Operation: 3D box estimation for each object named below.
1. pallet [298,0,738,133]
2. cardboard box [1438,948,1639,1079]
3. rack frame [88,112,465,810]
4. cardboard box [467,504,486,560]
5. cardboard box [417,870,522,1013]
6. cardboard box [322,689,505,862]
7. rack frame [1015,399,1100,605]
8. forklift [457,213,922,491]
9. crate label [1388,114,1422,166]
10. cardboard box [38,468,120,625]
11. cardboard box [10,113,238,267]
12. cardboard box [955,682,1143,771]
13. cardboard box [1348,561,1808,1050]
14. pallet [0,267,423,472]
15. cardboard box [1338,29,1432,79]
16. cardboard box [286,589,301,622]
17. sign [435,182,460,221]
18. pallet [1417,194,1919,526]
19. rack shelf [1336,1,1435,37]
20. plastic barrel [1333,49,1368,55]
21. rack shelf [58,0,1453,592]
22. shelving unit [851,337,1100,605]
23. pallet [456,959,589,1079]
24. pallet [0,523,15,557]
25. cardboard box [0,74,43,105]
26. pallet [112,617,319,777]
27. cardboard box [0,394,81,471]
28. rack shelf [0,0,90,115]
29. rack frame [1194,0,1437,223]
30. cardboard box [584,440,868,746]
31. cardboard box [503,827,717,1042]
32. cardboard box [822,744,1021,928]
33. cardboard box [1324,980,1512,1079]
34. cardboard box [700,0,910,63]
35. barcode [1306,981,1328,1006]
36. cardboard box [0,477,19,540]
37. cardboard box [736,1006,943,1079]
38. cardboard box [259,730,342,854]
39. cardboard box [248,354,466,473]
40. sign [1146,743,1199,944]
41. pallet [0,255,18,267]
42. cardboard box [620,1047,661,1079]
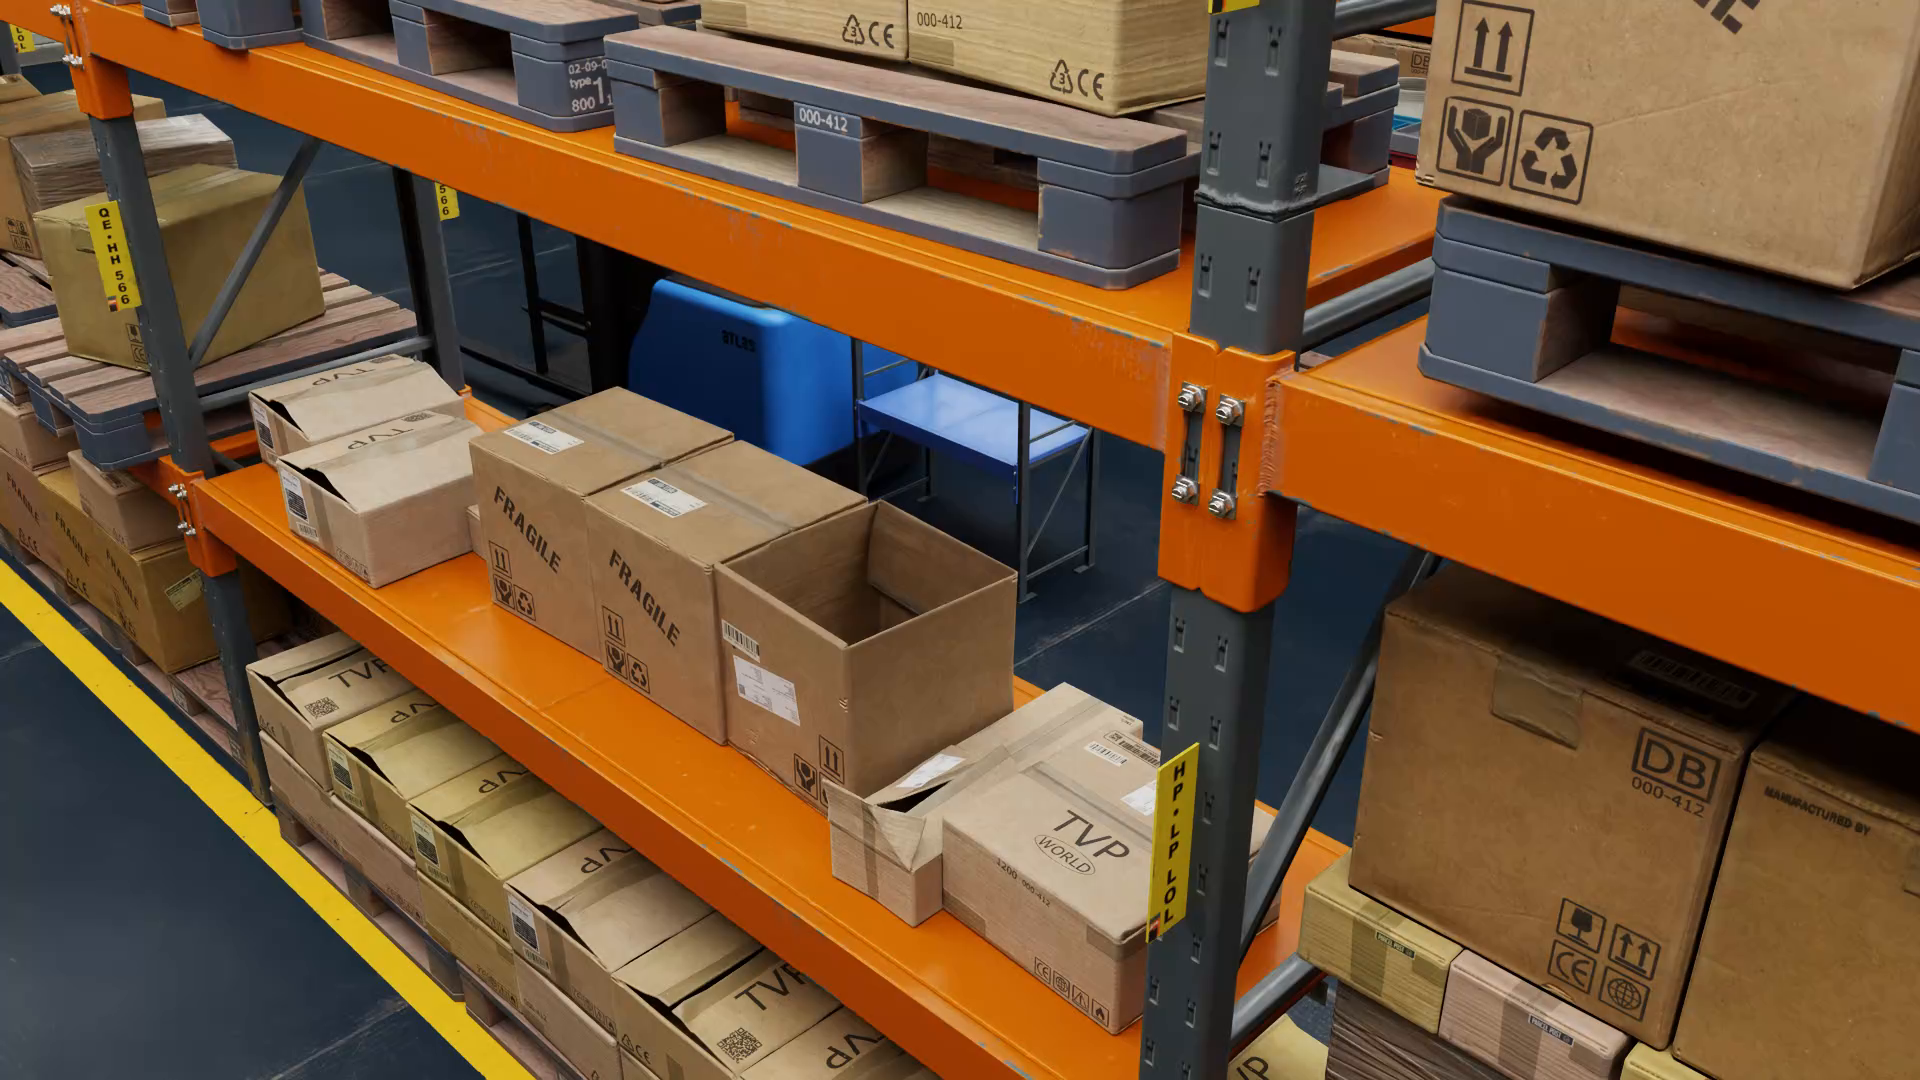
[{"bbox_3d":[-0.812,-1.242,3.869,1.003,0.211,1.213,-23,36,-37],"label":"pallet"},{"bbox_3d":[0.929,0.654,2.479,0.380,0.149,0.250,-25,36,-38],"label":"cardboard box"},{"bbox_3d":[-2.158,-0.554,5.580,0.127,3.000,1.000,25,36,38],"label":"rack frame"},{"bbox_3d":[-1.209,-0.045,4.882,0.380,0.149,0.250,-22,35,-36],"label":"cardboard box"},{"bbox_3d":[-1.257,1.077,4.981,0.500,0.250,0.500,23,36,37],"label":"cardboard box"},{"bbox_3d":[-1.610,0.666,5.160,0.500,0.311,0.500,24,36,37],"label":"cardboard box"},{"bbox_3d":[0.423,-0.470,7.033,0.032,1.500,0.500,25,36,38],"label":"rack frame"},{"bbox_3d":[-1.644,-1.944,8.298,3.031,2.935,1.130,21,35,35],"label":"forklift"},{"bbox_3d":[1.836,-1.798,7.908,0.616,0.435,0.502,25,36,38],"label":"crate label"},{"bbox_3d":[-3.358,-0.038,6.813,0.500,0.500,0.500,23,35,37],"label":"cardboard box"},{"bbox_3d":[-3.205,-1.314,6.466,0.700,0.500,0.500,-18,33,-30],"label":"cardboard box"},{"bbox_3d":[0.206,0.506,3.835,0.250,0.149,0.380,25,36,38],"label":"cardboard box"},{"bbox_3d":[1.015,0.276,2.501,0.500,0.500,0.700,25,37,39],"label":"cardboard box"},{"bbox_3d":[-2.691,-0.667,6.001,1.003,0.211,1.213,25,36,38],"label":"pallet"},{"bbox_3d":[3.682,-3.611,13.226,0.875,0.875,1.225,25,36,39],"label":"cardboard box"},{"bbox_3d":[-2.660,-0.054,6.843,0.500,0.500,0.500,23,35,37],"label":"cardboard box"},{"bbox_3d":[-1.771,-1.251,5.663,0.005,0.325,0.100,25,36,38],"label":"sign"},{"bbox_3d":[1.320,-0.267,1.907,1.213,0.211,1.003,25,36,38],"label":"pallet"},{"bbox_3d":[3.364,-4.174,13.238,4.000,0.370,1.077,25,36,38],"label":"rack shelf"},{"bbox_3d":[1.861,-2.206,8.575,0.708,0.536,0.600,25,36,38],"label":"plastic barrel"},{"bbox_3d":[-0.732,-0.910,3.808,4.000,0.370,1.077,25,36,38],"label":"rack shelf"},{"bbox_3d":[0.061,-0.636,7.348,1.048,1.500,0.538,25,36,38],"label":"shelving unit"},{"bbox_3d":[-0.733,1.360,4.936,1.213,0.211,1.003,25,36,38],"label":"pallet"},{"bbox_3d":[-4.404,-0.372,8.230,1.213,0.211,1.003,25,36,38],"label":"pallet"},{"bbox_3d":[-4.295,-1.657,7.119,0.700,0.500,0.500,-19,33,-32],"label":"cardboard box"},{"bbox_3d":[-2.664,0.425,6.716,1.213,0.211,1.003,25,36,38],"label":"pallet"},{"bbox_3d":[-3.765,-0.551,6.981,0.500,0.250,0.500,24,36,37],"label":"cardboard box"},{"bbox_3d":[-3.584,-2.215,6.290,4.000,0.370,1.077,25,36,38],"label":"rack shelf"},{"bbox_3d":[0.694,-1.904,1.701,0.127,3.000,1.000,25,36,38],"label":"rack frame"},{"bbox_3d":[-0.575,0.116,4.199,0.500,0.500,0.500,25,36,38],"label":"cardboard box"},{"bbox_3d":[-0.881,1.001,4.524,0.500,0.311,0.500,24,36,38],"label":"cardboard box"},{"bbox_3d":[-0.062,0.585,3.559,0.258,0.266,0.396,24,36,37],"label":"cardboard box"},{"bbox_3d":[1.015,0.850,2.803,0.500,0.500,0.700,23,36,37],"label":"cardboard box"},{"bbox_3d":[-0.132,-1.078,3.064,0.500,0.250,0.500,21,34,34],"label":"cardboard box"},{"bbox_3d":[0.804,1.017,3.775,0.075,0.075,0.001,25,36,38],"label":"barcode"},{"bbox_3d":[-4.097,-0.372,7.449,0.500,0.500,0.500,-25,37,-39],"label":"cardboard box"},{"bbox_3d":[-0.171,1.330,3.899,0.500,0.311,0.500,-24,36,-38],"label":"cardboard box"},{"bbox_3d":[-1.991,0.746,5.612,0.500,0.250,0.500,24,36,38],"label":"cardboard box"},{"bbox_3d":[-1.929,-0.381,5.347,0.500,0.311,0.500,-23,35,-36],"label":"cardboard box"},{"bbox_3d":[0.321,0.457,2.498,0.005,0.325,0.100,25,36,38],"label":"sign"},{"bbox_3d":[-4.517,-1.477,7.542,1.213,0.211,1.003,25,36,38],"label":"pallet"},{"bbox_3d":[-0.529,1.411,4.346,0.500,0.250,0.500,-24,36,-38],"label":"cardboard box"}]
